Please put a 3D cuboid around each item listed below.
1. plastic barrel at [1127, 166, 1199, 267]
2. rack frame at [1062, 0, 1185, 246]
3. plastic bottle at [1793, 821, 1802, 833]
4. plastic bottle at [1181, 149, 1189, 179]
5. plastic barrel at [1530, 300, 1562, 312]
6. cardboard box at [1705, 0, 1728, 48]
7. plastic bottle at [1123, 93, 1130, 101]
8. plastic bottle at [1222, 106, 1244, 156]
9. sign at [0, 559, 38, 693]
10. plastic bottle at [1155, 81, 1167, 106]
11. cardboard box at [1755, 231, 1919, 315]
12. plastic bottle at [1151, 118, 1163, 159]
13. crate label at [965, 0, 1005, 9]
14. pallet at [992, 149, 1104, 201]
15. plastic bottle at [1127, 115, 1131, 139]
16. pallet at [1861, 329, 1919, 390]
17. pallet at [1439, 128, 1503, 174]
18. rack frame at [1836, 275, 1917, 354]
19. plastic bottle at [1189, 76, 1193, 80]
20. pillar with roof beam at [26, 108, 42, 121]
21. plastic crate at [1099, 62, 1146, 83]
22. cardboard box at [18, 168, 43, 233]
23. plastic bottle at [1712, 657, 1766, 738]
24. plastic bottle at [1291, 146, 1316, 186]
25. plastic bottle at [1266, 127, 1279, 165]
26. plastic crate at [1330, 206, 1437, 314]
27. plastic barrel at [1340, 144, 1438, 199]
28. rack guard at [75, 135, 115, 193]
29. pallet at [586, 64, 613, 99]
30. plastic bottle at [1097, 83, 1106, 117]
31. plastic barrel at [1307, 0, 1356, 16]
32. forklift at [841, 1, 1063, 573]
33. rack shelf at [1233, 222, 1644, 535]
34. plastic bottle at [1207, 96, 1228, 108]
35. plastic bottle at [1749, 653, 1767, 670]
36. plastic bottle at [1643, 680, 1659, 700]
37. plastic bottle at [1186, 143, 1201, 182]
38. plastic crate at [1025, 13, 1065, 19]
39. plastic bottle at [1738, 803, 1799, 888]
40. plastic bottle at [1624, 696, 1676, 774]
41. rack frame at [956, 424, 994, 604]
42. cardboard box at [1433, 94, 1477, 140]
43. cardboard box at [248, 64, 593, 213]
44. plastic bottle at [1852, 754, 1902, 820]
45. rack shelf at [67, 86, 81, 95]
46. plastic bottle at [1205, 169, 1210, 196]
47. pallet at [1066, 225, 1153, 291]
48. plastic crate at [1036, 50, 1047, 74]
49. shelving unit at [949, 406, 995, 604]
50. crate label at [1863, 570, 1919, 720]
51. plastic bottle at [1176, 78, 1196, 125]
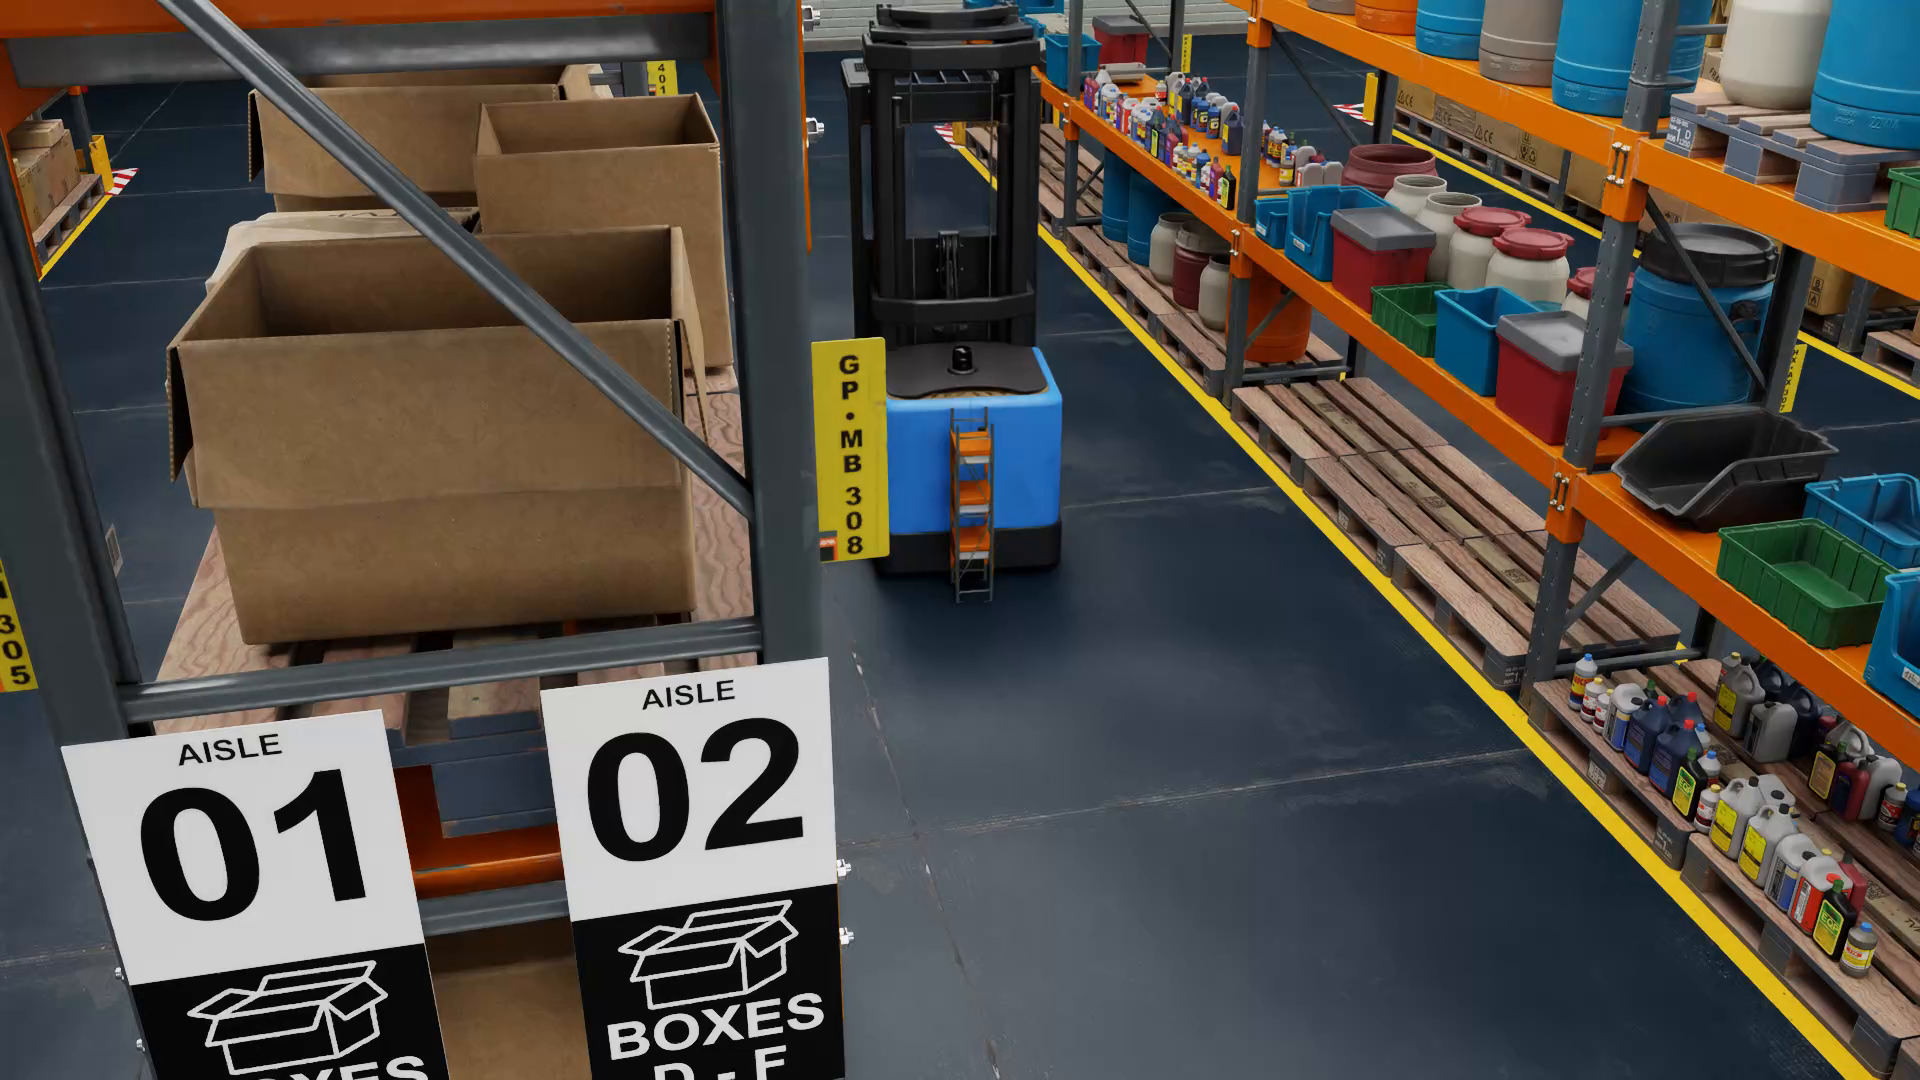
[{"bbox_3d":[1.697,-2.769,13.770,0.600,0.901,0.708,-6,27,-12],"label":"plastic barrel"},{"bbox_3d":[1.432,-4.070,14.484,1.000,3.000,0.127,-6,27,-12],"label":"rack frame"},{"bbox_3d":[3.300,1.211,6.639,0.097,0.201,0.097,0,27,0],"label":"plastic bottle"},{"bbox_3d":[1.656,-2.727,12.044,0.097,0.201,0.097,0,27,0],"label":"plastic bottle"},{"bbox_3d":[3.086,-1.093,8.739,0.301,0.262,0.301,0,27,0],"label":"plastic barrel"},{"bbox_3d":[6.553,-4.483,14.079,0.797,0.503,0.637,-6,27,-11],"label":"cardboard box"},{"bbox_3d":[1.365,-3.599,13.773,0.097,0.201,0.097,0,27,0],"label":"plastic bottle"},{"bbox_3d":[2.088,-3.119,12.656,0.144,0.351,0.185,-6,27,-12],"label":"plastic bottle"},{"bbox_3d":[-1.223,0.050,2.099,0.100,0.325,0.005,-6,27,-12],"label":"sign"},{"bbox_3d":[1.718,-3.820,14.210,0.097,0.201,0.097,0,27,0],"label":"plastic bottle"},{"bbox_3d":[7.023,-2.361,12.990,1.225,0.875,0.875,-7,28,-14],"label":"cardboard box"},{"bbox_3d":[1.497,-3.037,12.568,0.061,0.283,0.133,-6,27,-12],"label":"plastic bottle"},{"bbox_3d":[0.265,-5.636,17.706,0.416,0.233,0.303,-6,27,-12],"label":"crate label"},{"bbox_3d":[0.950,-3.680,16.807,1.003,0.211,1.213,-6,27,-12],"label":"pallet"},{"bbox_3d":[1.373,-3.279,13.138,0.097,0.201,0.097,0,27,0],"label":"plastic bottle"},{"bbox_3d":[7.333,-1.229,11.950,1.003,0.211,1.213,-6,27,-12],"label":"pallet"},{"bbox_3d":[5.884,-4.206,17.849,1.003,0.211,1.213,-6,27,-12],"label":"pallet"},{"bbox_3d":[7.159,-2.817,12.002,1.000,3.000,0.127,-6,27,-12],"label":"rack frame"},{"bbox_3d":[1.932,-3.781,14.041,0.061,0.283,0.133,-6,27,-12],"label":"plastic bottle"},{"bbox_3d":[-6.379,-9.033,17.659,9.100,9.000,0.400,-6,27,-12],"label":"pillar with roof beam"},{"bbox_3d":[1.466,-4.198,14.964,0.396,0.136,0.243,-6,27,-12],"label":"plastic crate"},{"bbox_3d":[-8.513,-2.920,14.515,0.700,0.500,0.500,-5,27,-10],"label":"cardboard box"},{"bbox_3d":[3.520,0.697,7.493,0.144,0.351,0.185,-6,27,-12],"label":"plastic bottle"},{"bbox_3d":[2.446,-2.684,11.877,0.152,0.276,0.135,-6,27,-12],"label":"plastic bottle"},{"bbox_3d":[2.343,-2.938,12.386,0.097,0.271,0.097,0,27,0],"label":"plastic bottle"},{"bbox_3d":[2.399,-1.602,9.524,0.402,0.464,0.583,-6,27,-12],"label":"plastic crate"},{"bbox_3d":[2.733,-2.201,10.632,0.600,0.536,0.708,-6,27,-12],"label":"plastic barrel"},{"bbox_3d":[-9.127,-3.714,16.554,1.175,0.500,0.348,-6,27,-12],"label":"rack guard"},{"bbox_3d":[-1.804,-1.696,6.664,0.805,0.209,1.217,-7,28,-14],"label":"pallet"},{"bbox_3d":[1.194,-3.658,13.811,0.097,0.271,0.097,0,27,0],"label":"plastic bottle"},{"bbox_3d":[2.307,-3.494,9.458,0.600,0.901,0.600,0,27,0],"label":"plastic barrel"},{"bbox_3d":[-0.118,-1.759,9.981,1.130,2.935,3.031,-3,27,-6],"label":"forklift"},{"bbox_3d":[2.784,-1.115,9.428,1.077,0.370,4.000,-6,27,-12],"label":"rack shelf"},{"bbox_3d":[2.062,-3.433,13.361,0.152,0.276,0.135,-6,27,-12],"label":"plastic bottle"},{"bbox_3d":[3.664,0.636,7.687,0.061,0.283,0.133,-5,27,-9],"label":"plastic bottle"},{"bbox_3d":[3.082,0.771,7.420,0.061,0.283,0.133,-6,27,-12],"label":"plastic bottle"},{"bbox_3d":[1.678,-2.715,11.943,0.097,0.271,0.097,0,27,0],"label":"plastic bottle"},{"bbox_3d":[0.890,-5.395,17.336,0.396,0.136,0.243,-6,27,-12],"label":"plastic crate"},{"bbox_3d":[3.192,1.176,6.543,0.144,0.351,0.185,-5,27,-9],"label":"plastic bottle"},{"bbox_3d":[3.012,0.825,7.238,0.144,0.351,0.185,-5,27,-10],"label":"plastic bottle"},{"bbox_3d":[0.078,-0.126,8.835,0.200,1.050,0.008,-3,27,-6],"label":"rack frame"},{"bbox_3d":[5.783,-4.895,18.012,0.875,0.875,0.875,-6,27,-12],"label":"cardboard box"},{"bbox_3d":[-1.344,-0.956,4.250,0.797,0.503,0.637,-3,27,-6],"label":"cardboard box"},{"bbox_3d":[3.809,1.013,6.948,0.152,0.276,0.135,-5,27,-11],"label":"plastic bottle"},{"bbox_3d":[-8.671,-3.621,14.393,1.077,0.370,4.000,-6,27,-12],"label":"rack shelf"},{"bbox_3d":[1.766,-2.513,11.621,0.097,0.201,0.097,0,27,0],"label":"plastic bottle"},{"bbox_3d":[1.565,-2.482,14.433,1.003,0.211,1.213,-6,27,-12],"label":"pallet"},{"bbox_3d":[0.918,-4.438,15.452,0.437,0.125,0.590,-6,27,-12],"label":"plastic crate"},{"bbox_3d":[0.064,-0.181,8.943,0.215,1.050,0.252,-3,27,-6],"label":"shelving unit"},{"bbox_3d":[3.458,0.402,5.585,0.502,0.435,0.616,-6,27,-12],"label":"crate label"},{"bbox_3d":[1.859,-3.582,13.572,0.144,0.351,0.185,-6,27,-12],"label":"plastic bottle"}]
